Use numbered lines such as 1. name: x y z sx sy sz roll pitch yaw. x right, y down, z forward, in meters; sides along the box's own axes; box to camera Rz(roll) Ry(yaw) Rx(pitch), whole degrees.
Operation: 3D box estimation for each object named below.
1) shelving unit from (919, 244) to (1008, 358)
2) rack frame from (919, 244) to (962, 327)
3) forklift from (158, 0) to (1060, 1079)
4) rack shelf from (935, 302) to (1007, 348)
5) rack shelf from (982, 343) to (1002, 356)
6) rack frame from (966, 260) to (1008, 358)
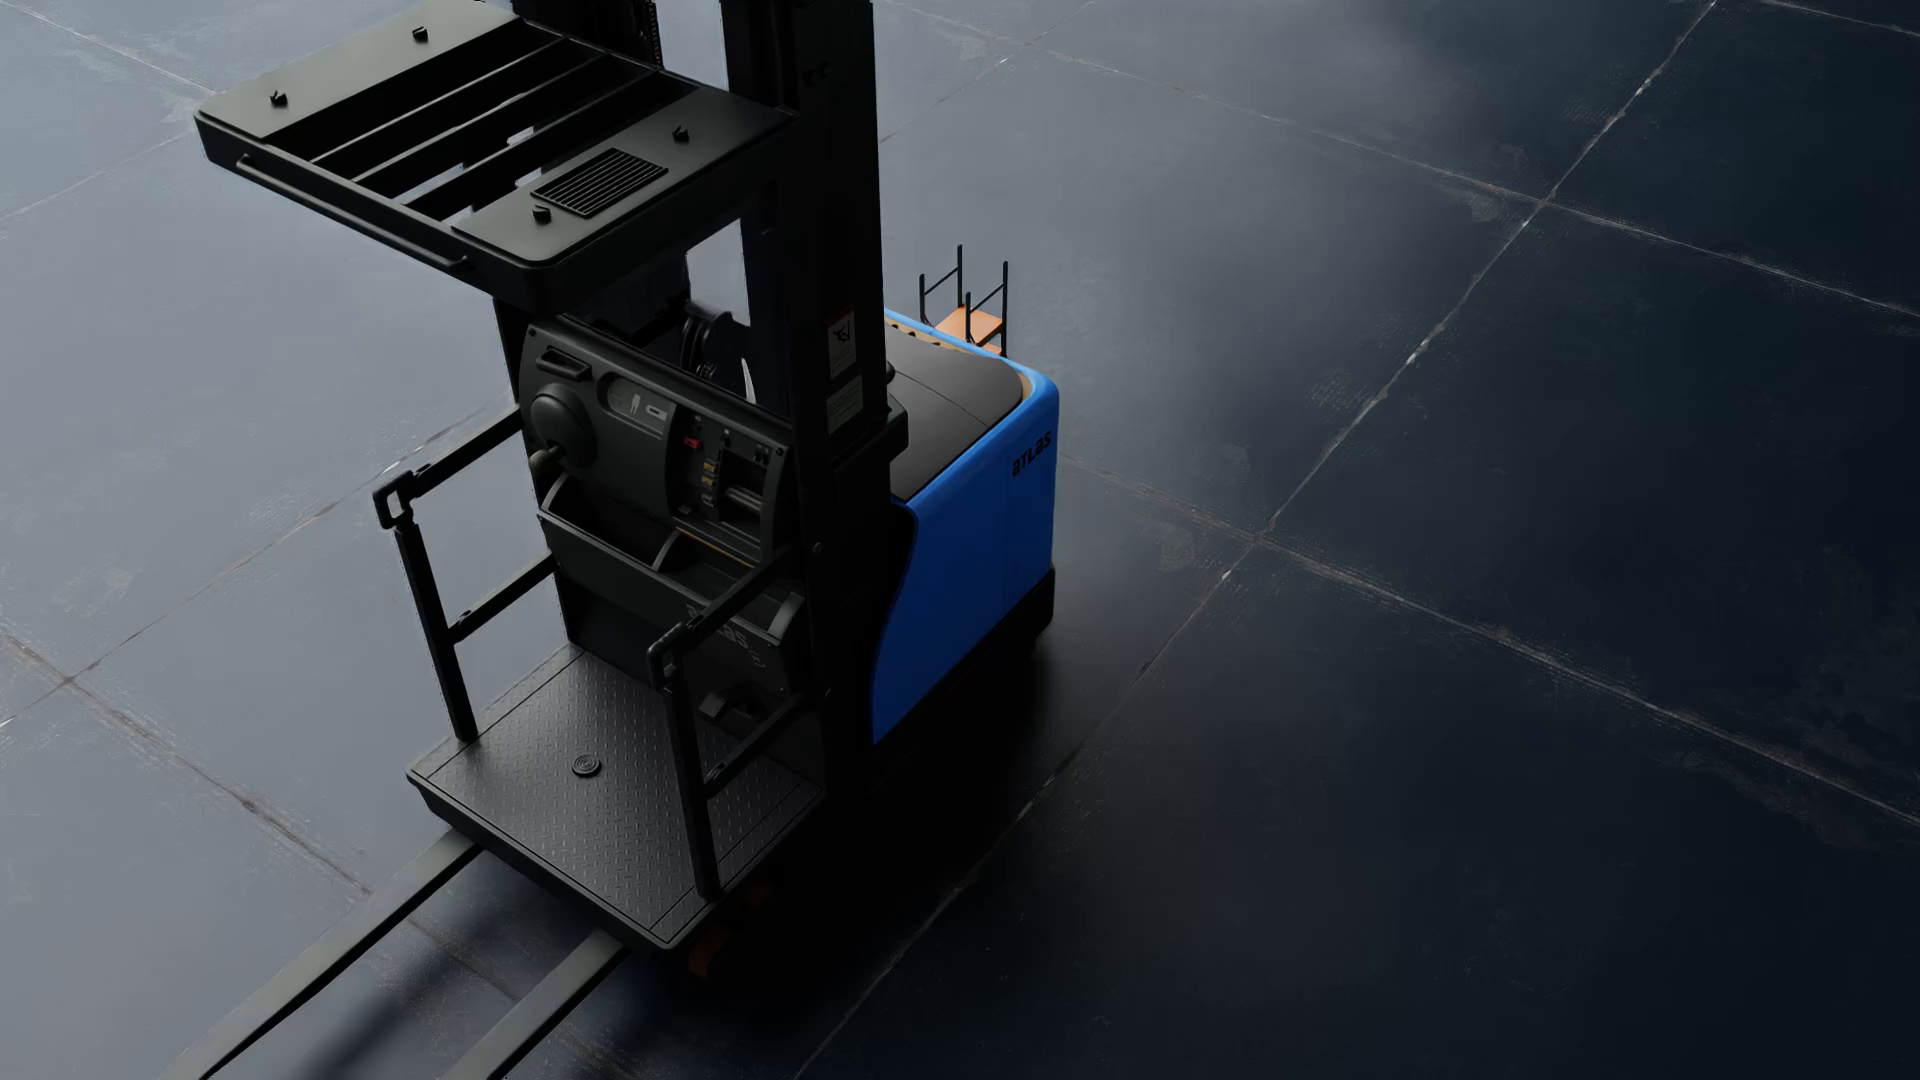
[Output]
1. shelving unit: 0.013 -0.443 5.845 0.189 1.200 0.258 25 48 25
2. rack frame: -0.062 -0.478 5.884 0.006 1.200 0.240 25 48 25
3. forklift: -0.943 -0.185 4.258 1.130 2.935 3.031 26 48 26
4. rack shelf: 0.013 -0.678 5.634 0.180 0.103 0.258 25 48 25
5. rack shelf: 0.013 -0.589 5.714 0.180 0.103 0.258 25 48 25
6. rack frame: 0.089 -0.409 5.806 0.006 1.200 0.240 25 48 25
